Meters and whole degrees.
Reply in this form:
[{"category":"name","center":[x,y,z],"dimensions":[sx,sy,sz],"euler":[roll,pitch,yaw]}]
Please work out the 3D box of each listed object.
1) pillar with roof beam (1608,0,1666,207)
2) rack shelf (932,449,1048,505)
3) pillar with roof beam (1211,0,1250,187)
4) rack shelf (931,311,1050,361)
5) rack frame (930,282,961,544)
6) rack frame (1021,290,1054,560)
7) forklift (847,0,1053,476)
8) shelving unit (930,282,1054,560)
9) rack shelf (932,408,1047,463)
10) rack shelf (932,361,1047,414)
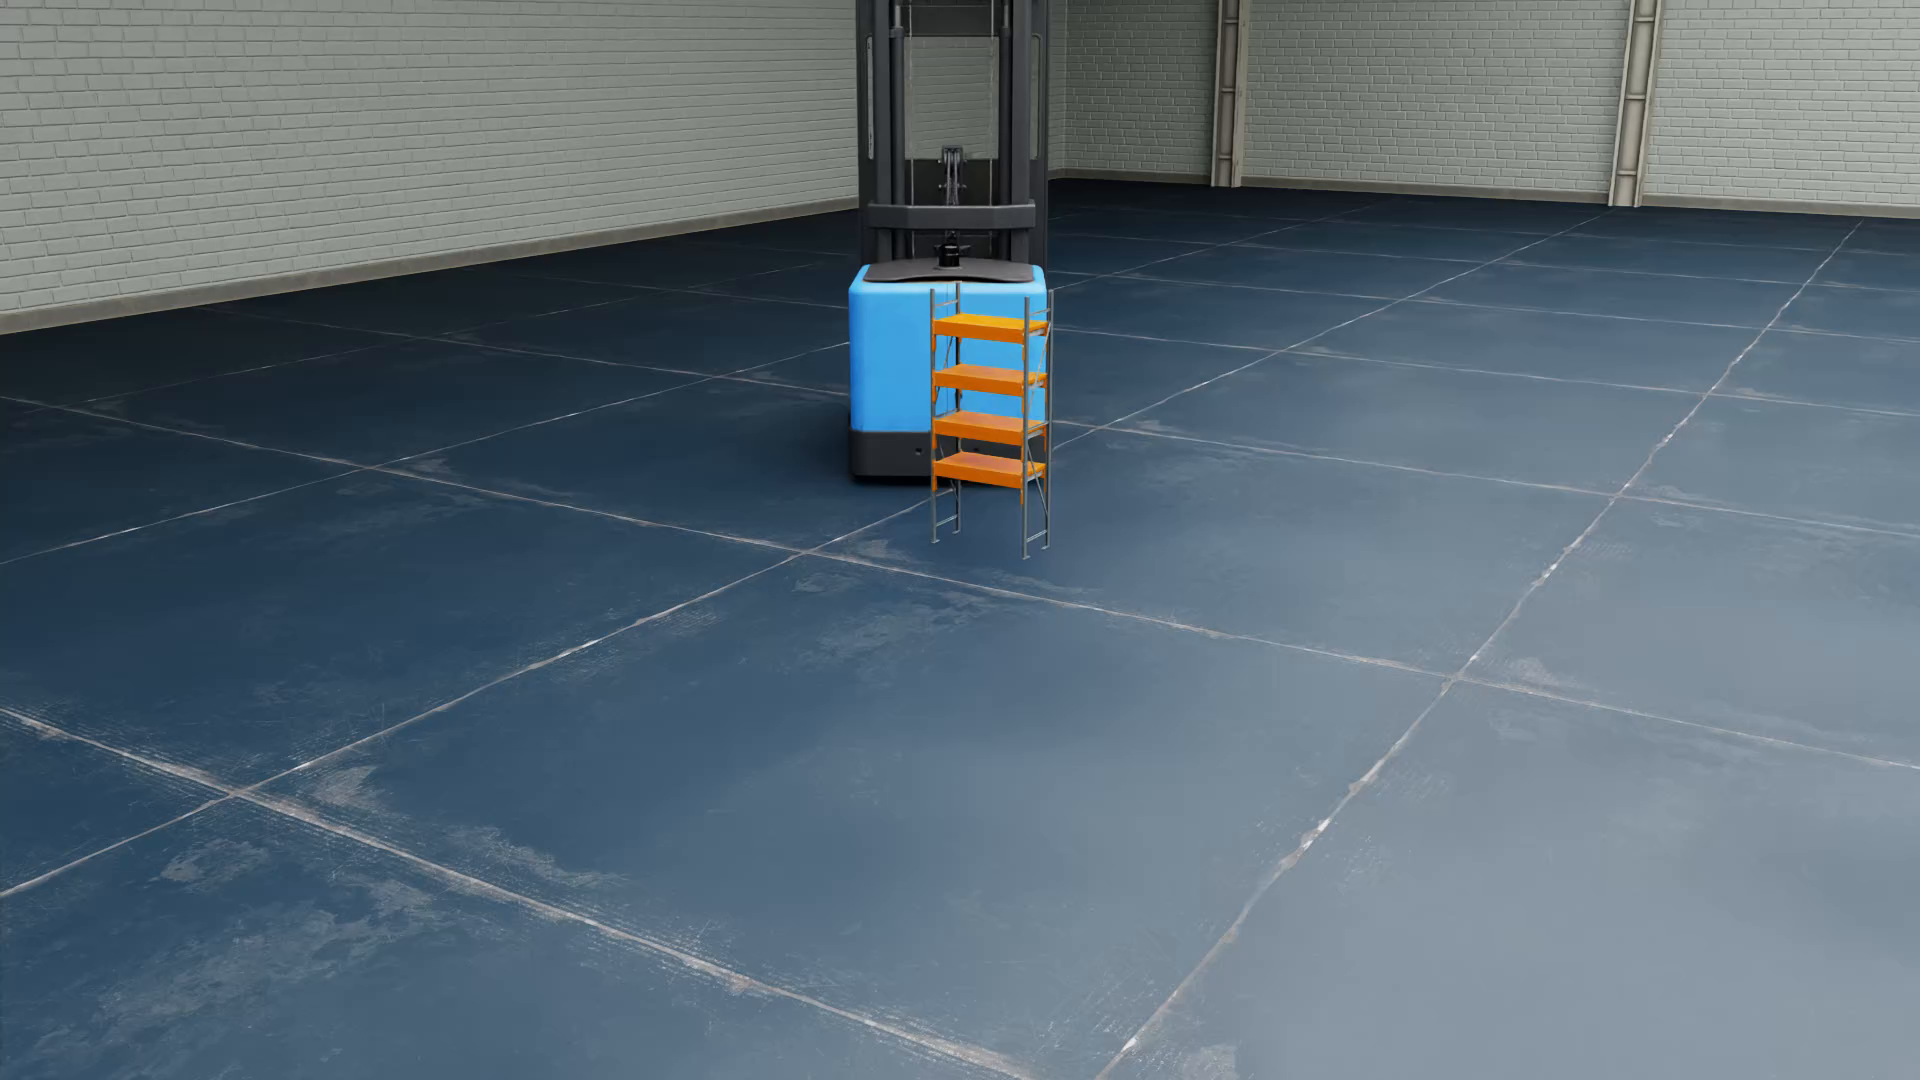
[{"category":"pillar with roof beam","center":[7.073,-7.933,18.513],"dimensions":[0.400,9.000,9.100],"euler":[10,20,30]},{"category":"rack shelf","center":[0.141,-0.295,7.701],"dimensions":[0.480,0.148,0.258],"euler":[10,20,30]},{"category":"pillar with roof beam","center":[1.961,-8.845,21.517],"dimensions":[0.400,9.000,9.100],"euler":[10,20,30]},{"category":"rack shelf","center":[0.141,-0.925,7.510],"dimensions":[0.480,0.148,0.258],"euler":[10,20,30]},{"category":"rack frame","center":[-0.067,-0.586,7.746],"dimensions":[0.015,1.200,0.240],"euler":[10,20,30]},{"category":"rack frame","center":[0.349,-0.512,7.502],"dimensions":[0.015,1.200,0.240],"euler":[10,20,30]},{"category":"forklift","center":[-0.033,-2.106,9.773],"dimensions":[1.130,2.935,3.031],"euler":[0,17,1]},{"category":"shelving unit","center":[0.141,-0.549,7.624],"dimensions":[0.503,1.200,0.258],"euler":[10,20,30]},{"category":"rack shelf","center":[0.141,-0.485,7.643],"dimensions":[0.480,0.148,0.258],"euler":[10,20,30]},{"category":"rack shelf","center":[0.141,-0.699,7.578],"dimensions":[0.480,0.148,0.258],"euler":[10,20,30]}]
